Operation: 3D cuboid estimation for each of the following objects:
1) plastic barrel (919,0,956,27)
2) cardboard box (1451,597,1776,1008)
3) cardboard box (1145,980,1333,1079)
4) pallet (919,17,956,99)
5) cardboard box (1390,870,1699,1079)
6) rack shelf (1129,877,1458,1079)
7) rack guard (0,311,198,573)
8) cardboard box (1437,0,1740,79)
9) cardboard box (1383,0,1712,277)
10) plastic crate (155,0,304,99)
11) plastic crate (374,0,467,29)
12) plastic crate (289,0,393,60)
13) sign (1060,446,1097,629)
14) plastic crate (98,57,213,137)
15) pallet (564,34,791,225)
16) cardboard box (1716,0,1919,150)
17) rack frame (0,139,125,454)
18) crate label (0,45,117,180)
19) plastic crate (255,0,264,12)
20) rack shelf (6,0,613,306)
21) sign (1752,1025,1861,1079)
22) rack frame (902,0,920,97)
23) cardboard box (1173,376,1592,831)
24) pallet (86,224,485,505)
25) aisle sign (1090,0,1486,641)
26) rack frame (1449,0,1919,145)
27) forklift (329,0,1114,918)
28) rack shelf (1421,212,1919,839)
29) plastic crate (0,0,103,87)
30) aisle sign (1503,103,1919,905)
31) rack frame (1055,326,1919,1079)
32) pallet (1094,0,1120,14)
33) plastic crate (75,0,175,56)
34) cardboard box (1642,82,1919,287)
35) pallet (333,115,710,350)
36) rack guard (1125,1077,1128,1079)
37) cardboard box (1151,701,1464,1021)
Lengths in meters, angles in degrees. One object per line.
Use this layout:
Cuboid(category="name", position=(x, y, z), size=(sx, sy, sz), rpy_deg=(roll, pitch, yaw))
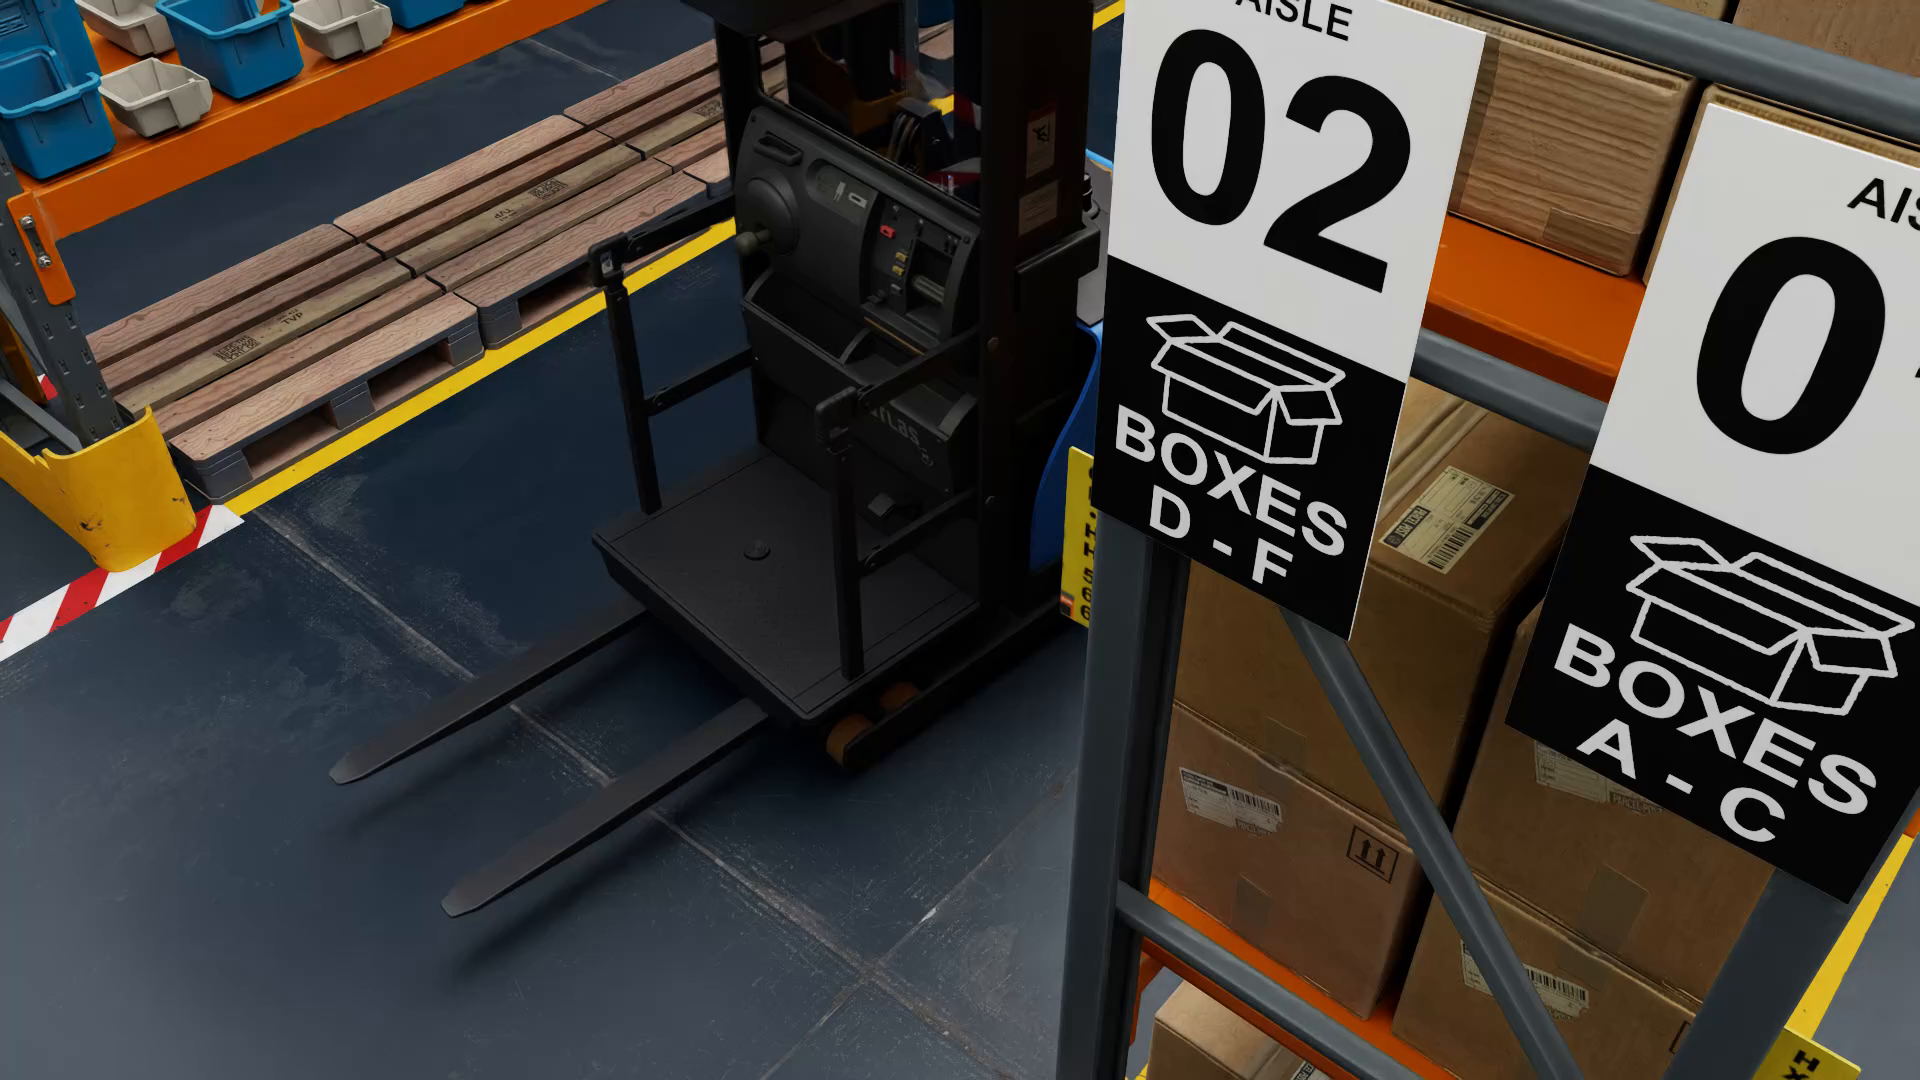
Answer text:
Cuboid(category="plastic barrel", position=(-0.247, -3.052, 8.124), size=(0.600, 0.901, 0.708), rpy_deg=(29, 50, 28))
Cuboid(category="cardboard box", position=(1.092, 0.285, 2.389), size=(0.500, 0.500, 0.500), rpy_deg=(31, 51, 30))
Cuboid(category="cardboard box", position=(0.766, 1.182, 3.752), size=(0.500, 0.500, 0.500), rpy_deg=(29, 50, 28))
Cuboid(category="pallet", position=(-0.082, -2.747, 8.615), size=(1.003, 0.211, 1.213), rpy_deg=(29, 50, 28))
Cuboid(category="cardboard box", position=(1.092, 0.655, 2.726), size=(0.500, 0.500, 0.500), rpy_deg=(31, 50, 29))
Cuboid(category="rack shelf", position=(1.891, 0.043, 4.008), size=(1.077, 0.370, 4.000), rpy_deg=(29, 50, 28))
Cuboid(category="rack guard", position=(-3.190, -0.397, 5.815), size=(1.175, 0.500, 0.348), rpy_deg=(29, 50, 28))
Cuboid(category="cardboard box", position=(0.740, -0.808, 1.919), size=(0.500, 0.250, 0.500), rpy_deg=(29, 50, 28))
Cuboid(category="cardboard box", position=(0.733, -0.627, 2.091), size=(0.500, 0.250, 0.500), rpy_deg=(29, 50, 28))
Cuboid(category="plastic crate", position=(-2.350, -1.624, 5.386), size=(0.416, 0.233, 0.300), rpy_deg=(29, 50, 28))
Cuboid(category="plastic crate", position=(-1.926, -1.963, 5.759), size=(0.416, 0.233, 0.300), rpy_deg=(29, 50, 28))
Cuboid(category="plastic crate", position=(-2.067, -1.728, 5.572), size=(0.250, 0.136, 0.298), rpy_deg=(29, 50, 28))
Cuboid(category="sign", position=(0.192, 0.010, 2.413), size=(0.100, 0.325, 0.005), rpy_deg=(29, 50, 28))
Cuboid(category="plastic crate", position=(-2.504, -1.379, 5.188), size=(0.250, 0.136, 0.298), rpy_deg=(29, 50, 28))
Cuboid(category="pallet", position=(-1.054, -1.973, 7.763), size=(1.003, 0.211, 1.213), rpy_deg=(29, 50, 28))
Cuboid(category="cardboard box", position=(1.134, -0.585, 1.674), size=(0.500, 0.250, 0.500), rpy_deg=(29, 50, 28))
Cuboid(category="rack frame", position=(-3.185, -1.340, 4.994), size=(1.000, 3.000, 0.127), rpy_deg=(29, 50, 28))
Cuboid(category="crate label", position=(-2.774, -1.285, 5.014), size=(0.416, 0.233, 0.303), rpy_deg=(29, 50, 28))
Cuboid(category="plastic crate", position=(-2.601, -1.906, 5.768), size=(0.396, 0.136, 0.243), rpy_deg=(29, 50, 28))
Cuboid(category="rack shelf", position=(-1.897, -2.104, 6.369), size=(1.077, 0.370, 4.000), rpy_deg=(29, 50, 28))
Cuboid(category="sign", position=(1.020, 0.721, 2.084), size=(0.100, 0.325, 0.005), rpy_deg=(29, 50, 28))
Cuboid(category="rack frame", position=(-0.610, -3.400, 7.260), size=(1.000, 3.000, 0.127), rpy_deg=(29, 50, 28))
Cuboid(category="cardboard box", position=(0.680, 0.051, 2.647), size=(0.500, 0.500, 0.500), rpy_deg=(29, 50, 28))
Cuboid(category="pallet", position=(-2.624, -0.716, 6.381), size=(1.003, 0.211, 1.213), rpy_deg=(29, 50, 28))
Cuboid(category="aisle sign", position=(0.326, -0.253, 1.866), size=(0.394, 0.787, 0.004), rpy_deg=(29, 50, 28))
Cuboid(category="rack frame", position=(0.604, -1.413, 0.615), size=(1.000, 3.000, 0.127), rpy_deg=(29, 50, 28))
Cuboid(category="forklift", position=(-0.455, -0.796, 4.447), size=(3.031, 2.935, 1.130), rpy_deg=(-32, 51, -31))
Cuboid(category="rack shelf", position=(1.891, -1.067, 2.999), size=(1.077, 0.370, 4.000), rpy_deg=(29, 50, 28))
Cuboid(category="plastic crate", position=(-3.112, -1.629, 5.241), size=(0.616, 0.435, 0.499), rpy_deg=(29, 50, 28))
Cuboid(category="aisle sign", position=(0.785, 0.007, 1.581), size=(0.394, 0.787, 0.004), rpy_deg=(29, 50, 28))
Cuboid(category="rack frame", position=(0.604, 0.806, 2.634), size=(1.000, 3.000, 0.127), rpy_deg=(29, 50, 28))
Cuboid(category="pallet", position=(0.703, -3.378, 9.309), size=(1.003, 0.211, 1.213), rpy_deg=(29, 50, 28))
Cuboid(category="plastic crate", position=(-2.798, -1.763, 5.611), size=(0.396, 0.136, 0.243), rpy_deg=(29, 50, 28))
Cuboid(category="cardboard box", position=(1.129, -0.403, 1.845), size=(0.500, 0.250, 0.500), rpy_deg=(29, 50, 28))
Cuboid(category="pallet", position=(-1.839, -1.342, 7.069), size=(1.003, 0.211, 1.213), rpy_deg=(29, 50, 28))
Cuboid(category="rack guard", position=(0.653, 1.692, 3.518), size=(1.175, 0.500, 0.348), rpy_deg=(29, 50, 28))
Cuboid(category="cardboard box", position=(0.684, 0.421, 2.983), size=(0.500, 0.500, 0.500), rpy_deg=(31, 51, 30))
